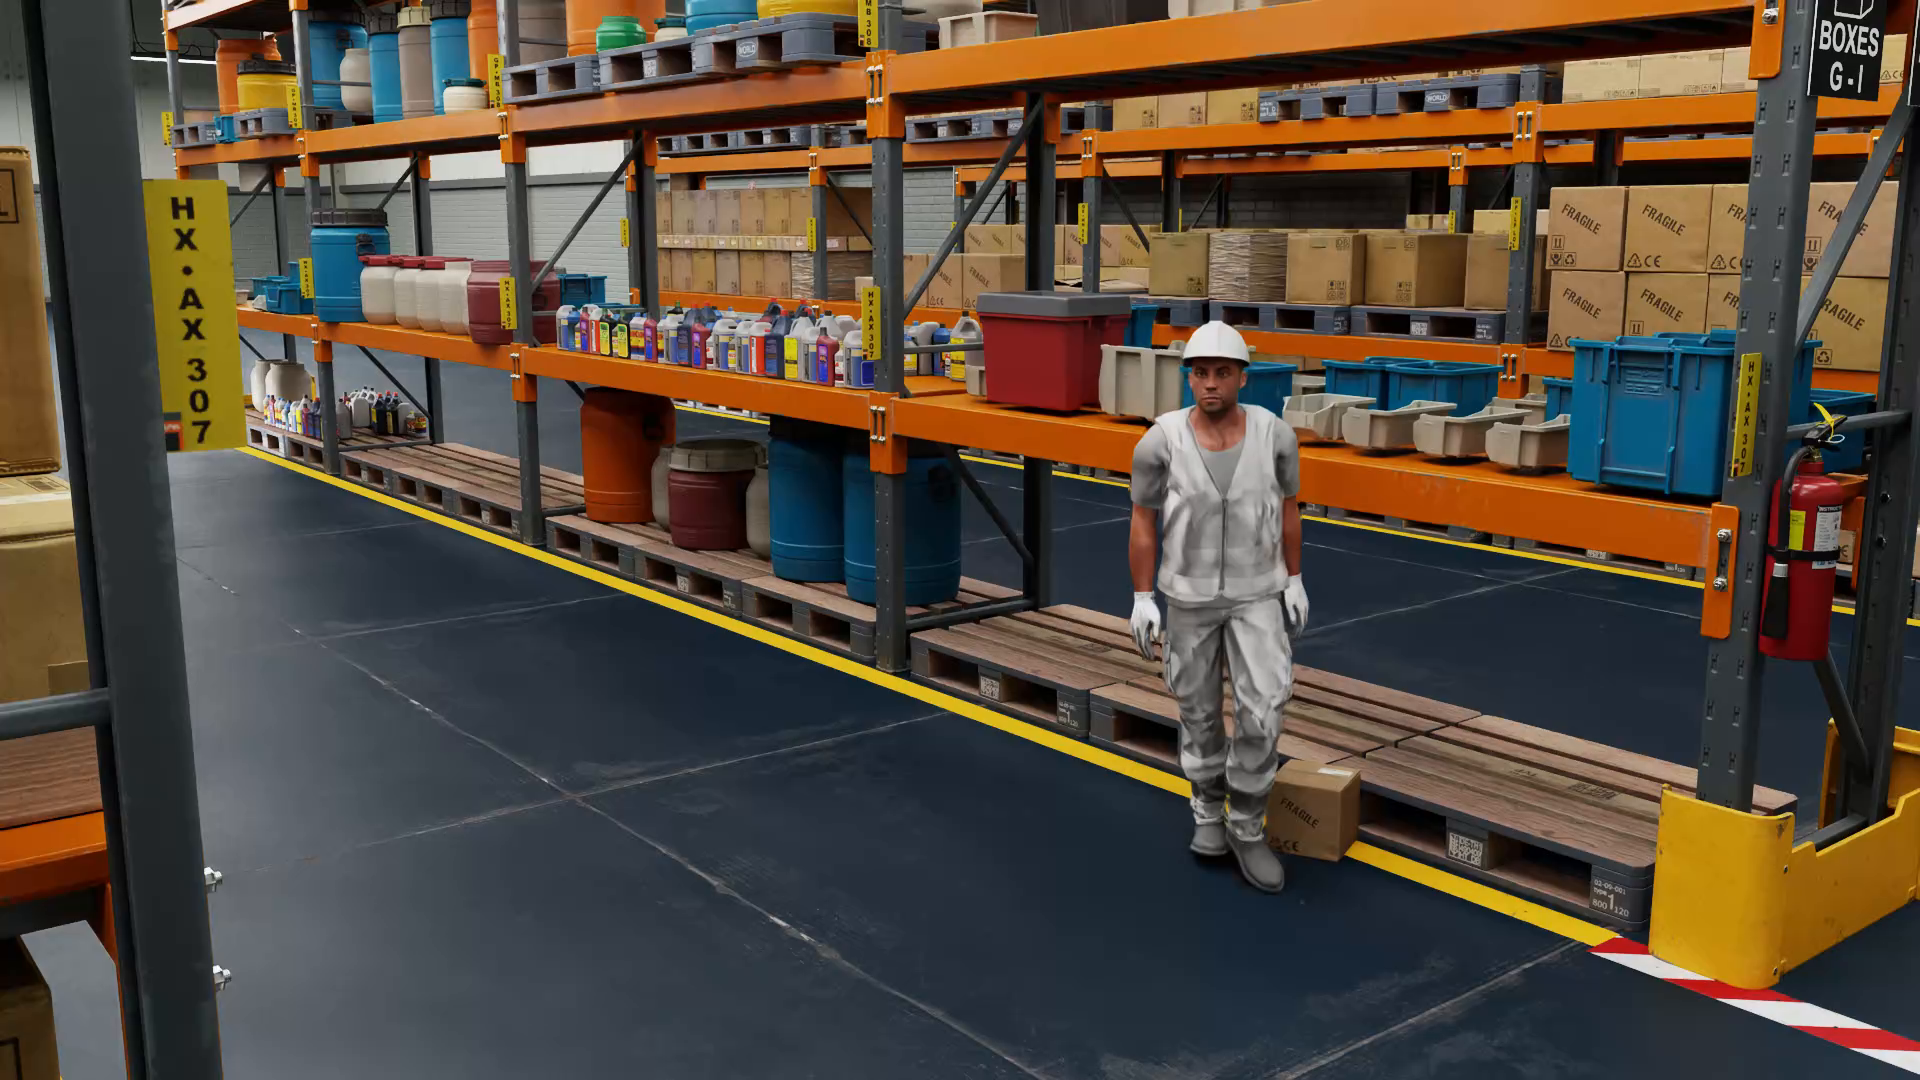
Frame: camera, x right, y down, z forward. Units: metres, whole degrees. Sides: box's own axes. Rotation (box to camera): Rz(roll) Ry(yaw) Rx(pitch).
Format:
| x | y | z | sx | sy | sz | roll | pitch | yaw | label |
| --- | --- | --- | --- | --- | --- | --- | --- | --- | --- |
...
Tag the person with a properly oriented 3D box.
| x | y | z | sx | sy | sz | roll | pitch | yaw | label |
| --- | --- | --- | --- | --- | --- | --- | --- | --- | --- |
| 0.824 | 0.195 | 5.291 | 0.578 | 1.783 | 0.544 | 2 | 11 | 9 | person |
